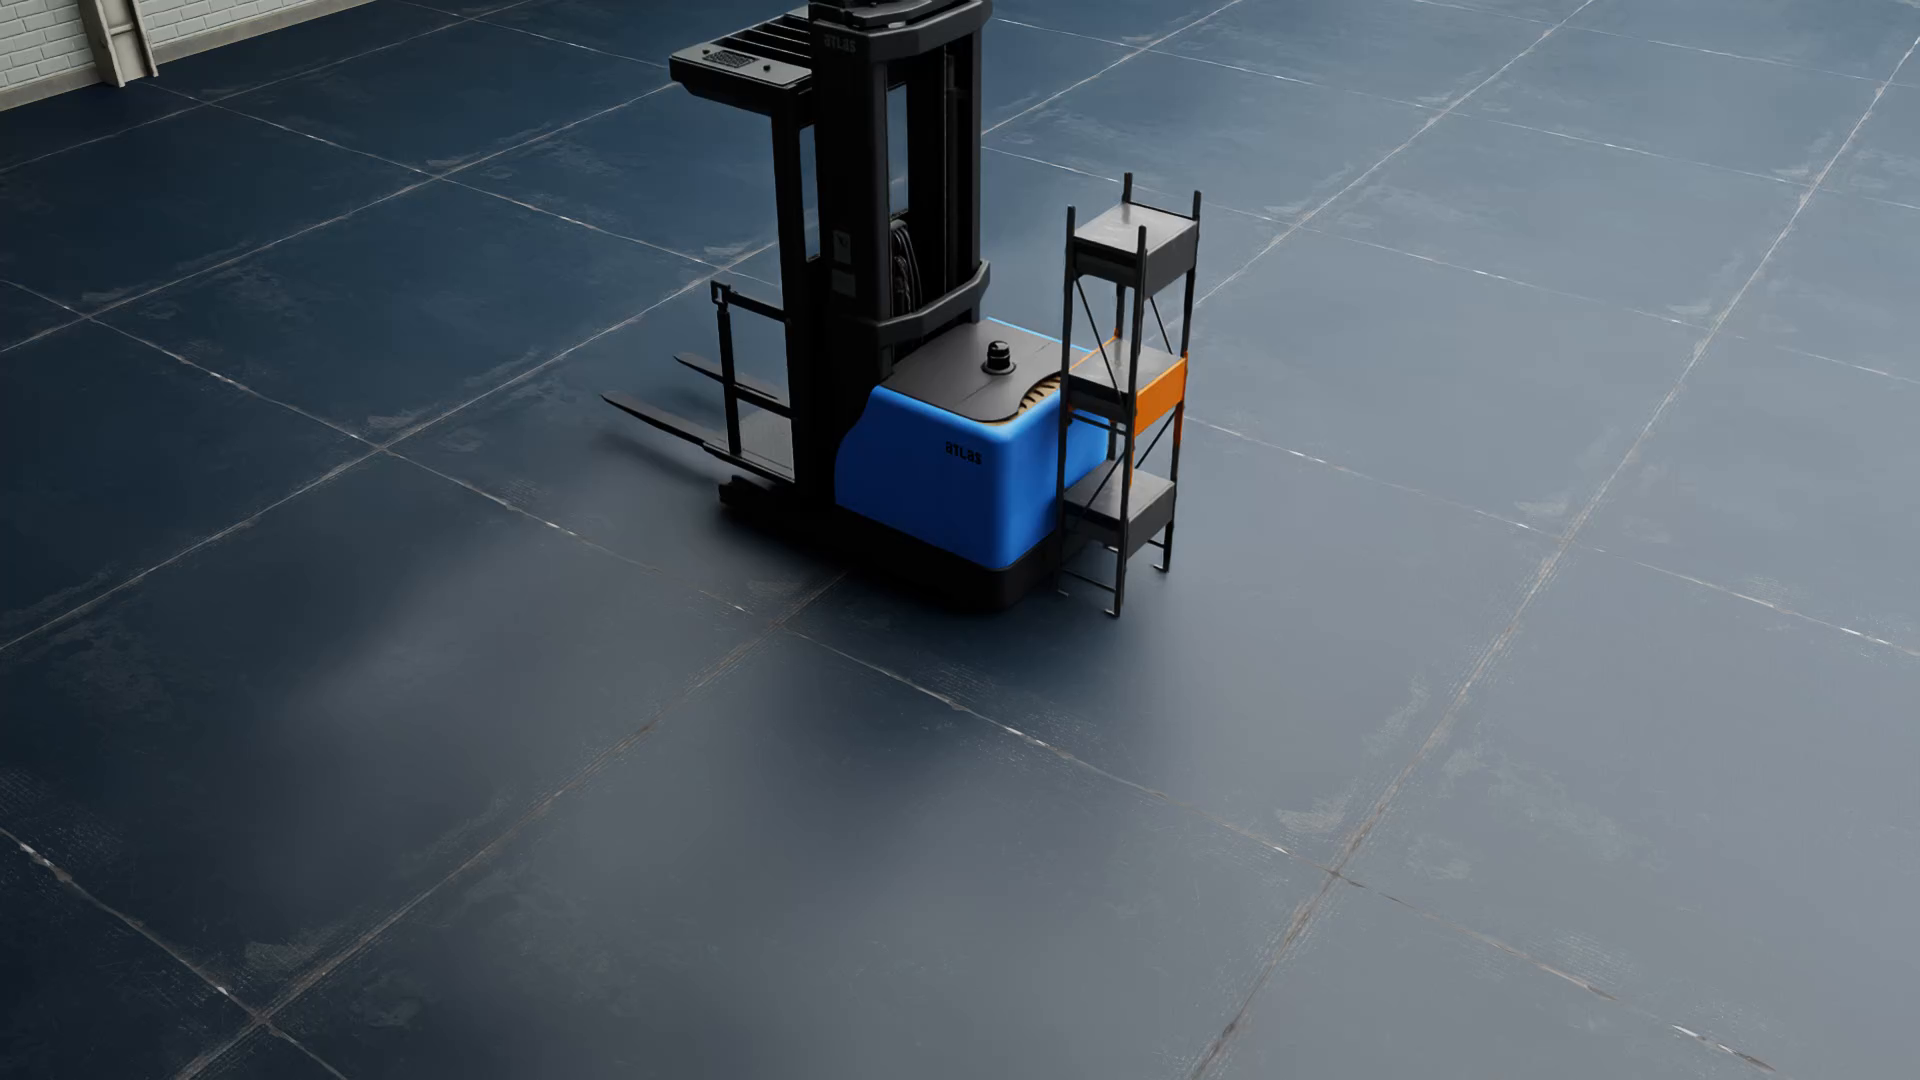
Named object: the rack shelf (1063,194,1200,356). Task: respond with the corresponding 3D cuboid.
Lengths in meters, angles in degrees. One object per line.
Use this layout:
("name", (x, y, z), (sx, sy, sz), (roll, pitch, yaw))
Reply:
("rack shelf", (0.785, -1.225, 7.637), (0.431, 0.518, 0.480), (22, 40, 29))

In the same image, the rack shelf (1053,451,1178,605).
("rack shelf", (0.785, -0.065, 8.421), (0.431, 0.518, 0.480), (22, 40, 29))

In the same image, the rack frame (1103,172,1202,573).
("rack frame", (0.928, -0.767, 8.186), (0.400, 2.100, 0.015), (22, 40, 29))

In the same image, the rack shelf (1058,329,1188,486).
("rack shelf", (0.785, -0.645, 8.029), (0.431, 0.518, 0.480), (22, 40, 29))

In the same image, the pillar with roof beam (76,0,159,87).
("pillar with roof beam", (-4.029, -6.561, 10.595), (9.100, 9.000, 0.400), (21, 39, 28))

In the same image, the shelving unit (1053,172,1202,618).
("shelving unit", (0.785, -0.656, 8.022), (0.431, 2.100, 0.503), (22, 40, 29))

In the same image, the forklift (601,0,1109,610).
("forklift", (-0.705, -1.525, 8.565), (3.031, 2.935, 1.130), (23, 40, 30))

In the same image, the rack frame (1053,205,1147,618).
("rack frame", (0.642, -0.546, 7.858), (0.400, 2.100, 0.015), (22, 40, 29))
